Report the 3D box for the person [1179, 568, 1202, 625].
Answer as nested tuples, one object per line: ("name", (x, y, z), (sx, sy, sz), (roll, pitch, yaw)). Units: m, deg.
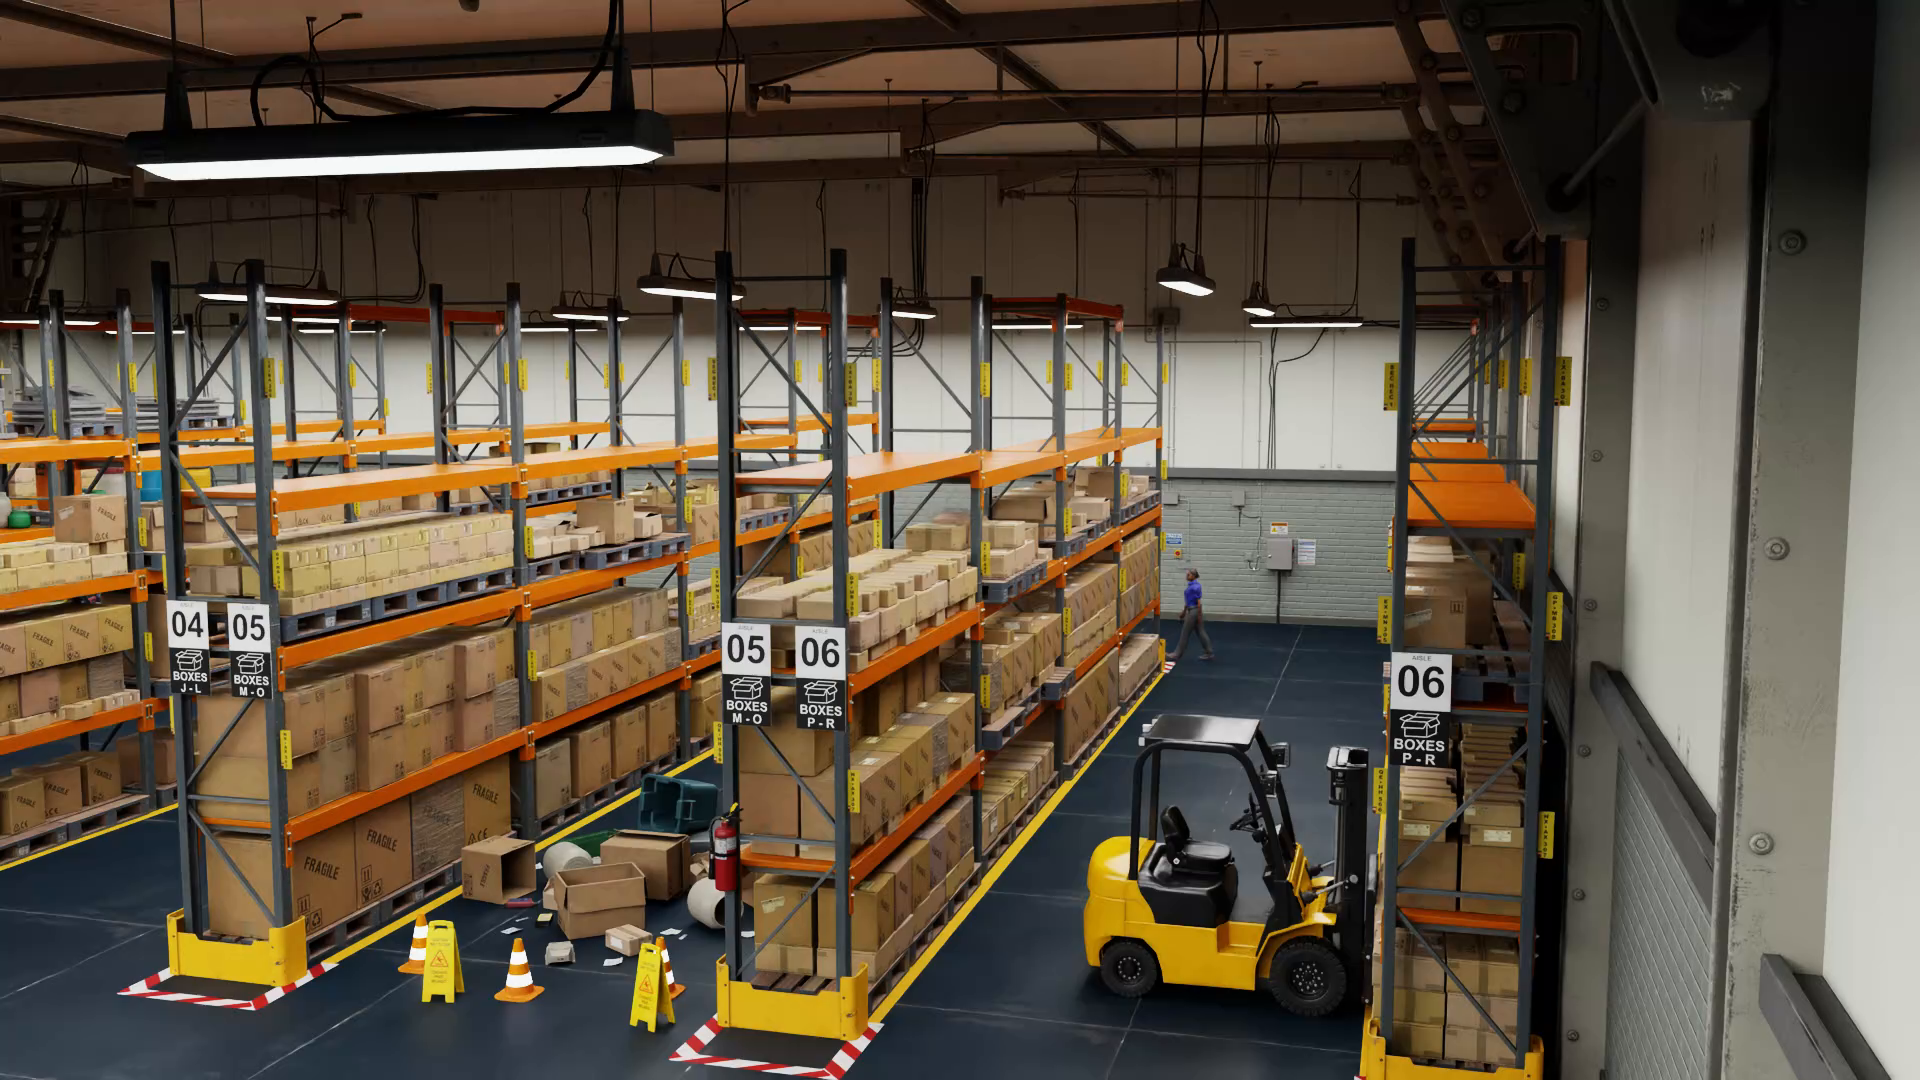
("person", (4.013, 0.970, 28.970), (0.359, 0.987, 0.455), (0, 6, 2))
